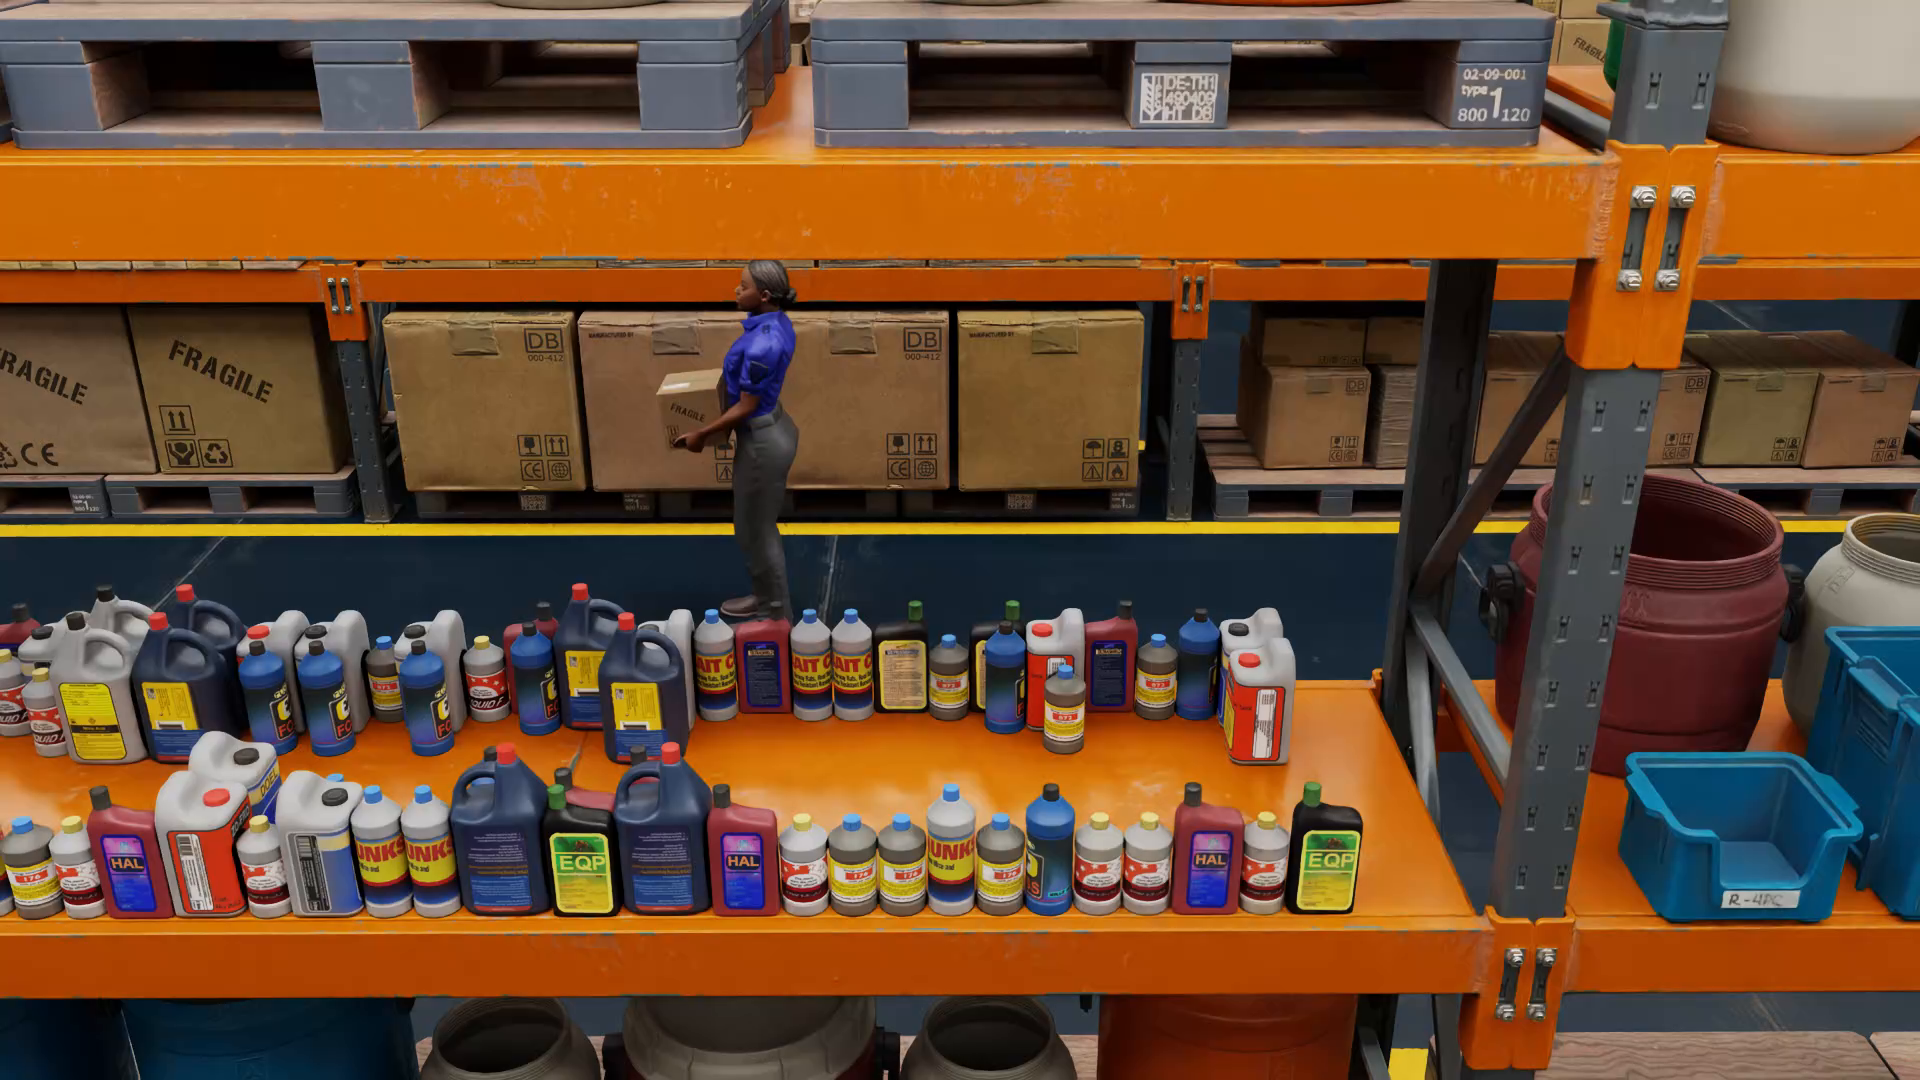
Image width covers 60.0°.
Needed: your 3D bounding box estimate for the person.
[{"bbox_3d":[-0.912,-0.384,6.973,0.522,1.648,0.451,0,24,1],"label":"person"}]
